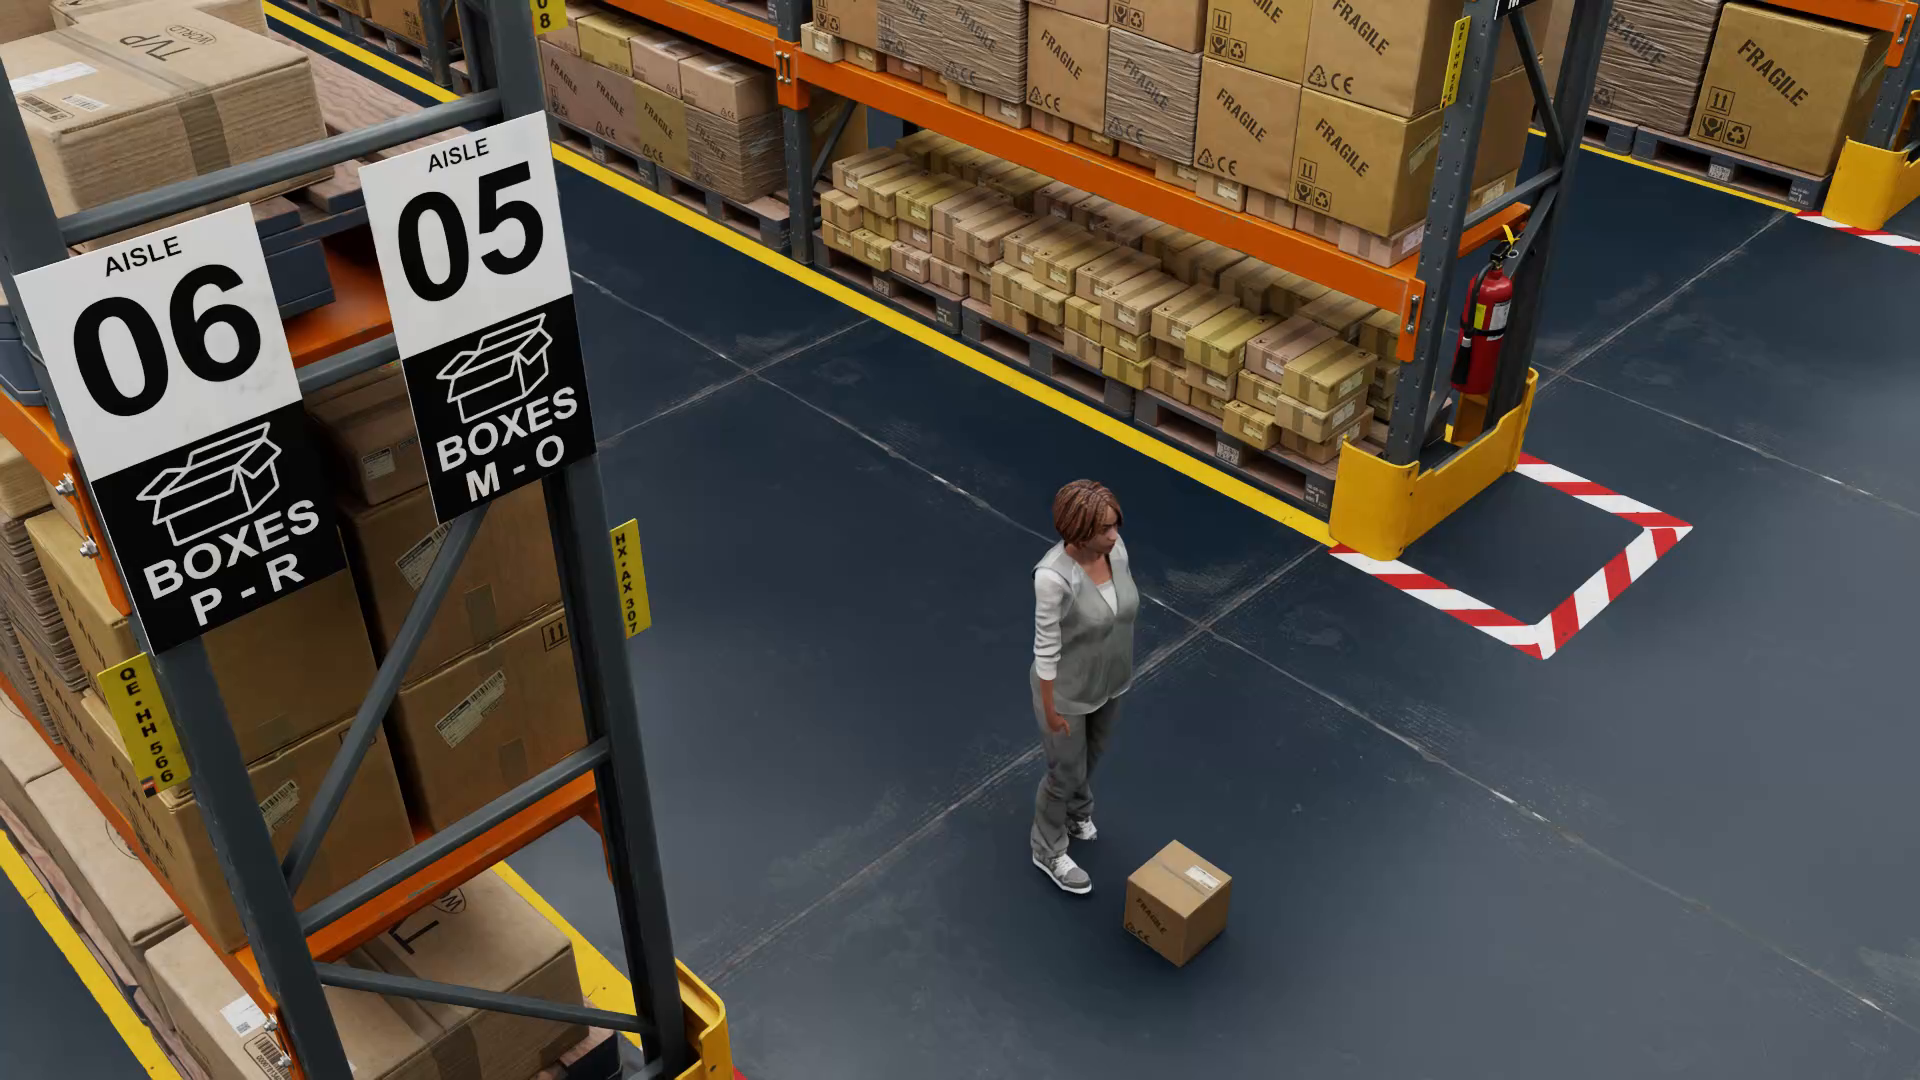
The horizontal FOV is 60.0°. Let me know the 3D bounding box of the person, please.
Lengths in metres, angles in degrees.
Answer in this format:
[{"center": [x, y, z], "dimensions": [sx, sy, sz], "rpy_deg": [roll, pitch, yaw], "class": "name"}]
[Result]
[{"center": [0.399, 0.501, 5.512], "dimensions": [0.412, 1.654, 0.365], "rpy_deg": [-30, 45, -34], "class": "person"}]
